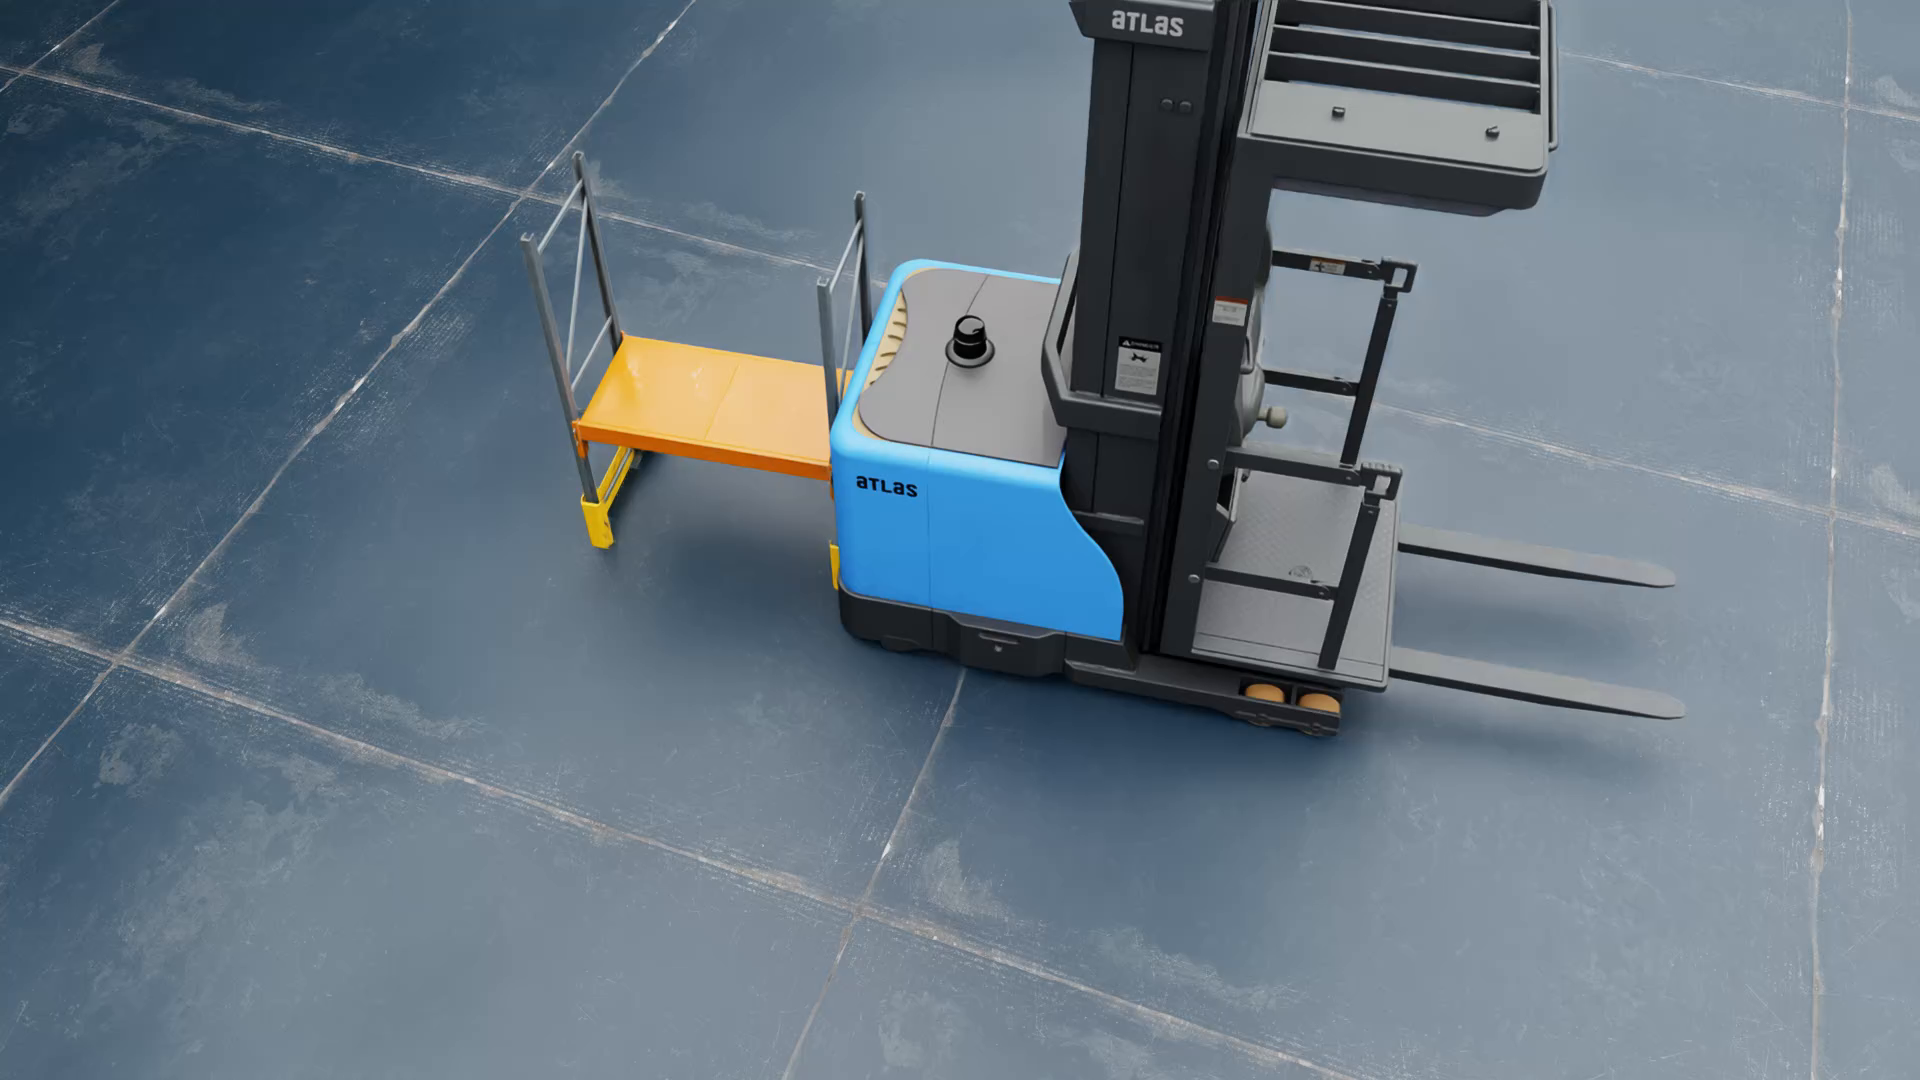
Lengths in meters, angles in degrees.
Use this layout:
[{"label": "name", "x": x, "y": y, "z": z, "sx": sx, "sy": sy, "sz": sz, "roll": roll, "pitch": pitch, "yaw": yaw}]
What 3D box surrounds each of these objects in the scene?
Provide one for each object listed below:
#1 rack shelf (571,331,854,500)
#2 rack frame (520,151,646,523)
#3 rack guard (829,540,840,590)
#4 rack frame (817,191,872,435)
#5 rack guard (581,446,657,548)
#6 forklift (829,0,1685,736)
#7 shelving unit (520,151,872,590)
[{"label": "rack shelf", "x": -0.887, "y": -0.478, "z": 6.276, "sx": 1.000, "sy": 0.185, "sz": 0.538, "roll": 10, "pitch": 50, "yaw": 8}, {"label": "rack frame", "x": -1.382, "y": -0.681, "z": 6.214, "sx": 0.032, "sy": 1.500, "sz": 0.500, "roll": 10, "pitch": 50, "yaw": 8}, {"label": "rack guard", "x": -0.392, "y": -0.101, "z": 6.539, "sx": 0.087, "sy": 0.250, "sz": 0.587, "roll": 10, "pitch": 50, "yaw": 8}, {"label": "rack frame", "x": -0.391, "y": -0.510, "z": 6.066, "sx": 0.032, "sy": 1.500, "sz": 0.500, "roll": 10, "pitch": 50, "yaw": 8}, {"label": "rack guard", "x": -1.364, "y": -0.268, "z": 6.684, "sx": 0.087, "sy": 0.250, "sz": 0.587, "roll": 10, "pitch": 50, "yaw": 8}, {"label": "forklift", "x": 1.122, "y": -0.698, "z": 5.282, "sx": 3.031, "sy": 2.935, "sz": 1.130, "roll": 10, "pitch": 50, "yaw": 8}, {"label": "shelving unit", "x": -0.878, "y": -0.594, "z": 6.139, "sx": 1.083, "sy": 1.500, "sz": 0.587, "roll": 10, "pitch": 50, "yaw": 8}]
